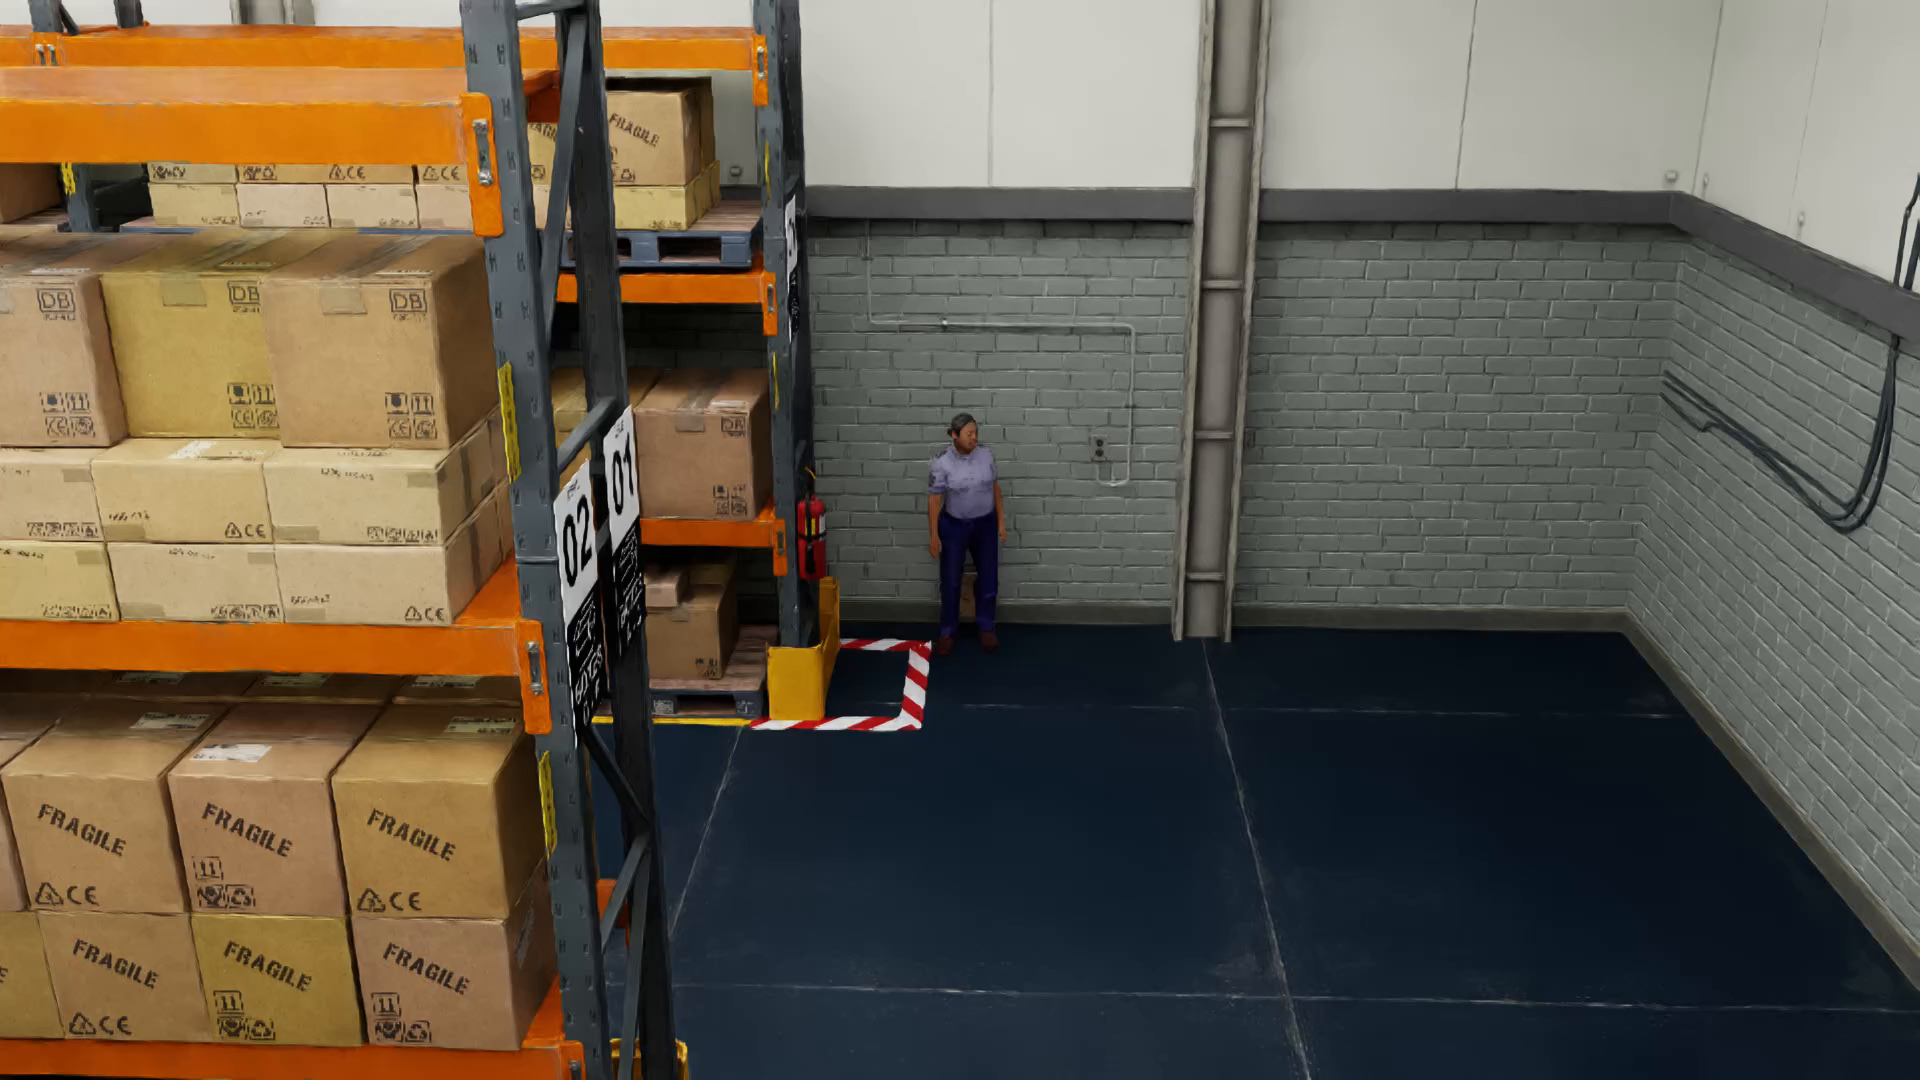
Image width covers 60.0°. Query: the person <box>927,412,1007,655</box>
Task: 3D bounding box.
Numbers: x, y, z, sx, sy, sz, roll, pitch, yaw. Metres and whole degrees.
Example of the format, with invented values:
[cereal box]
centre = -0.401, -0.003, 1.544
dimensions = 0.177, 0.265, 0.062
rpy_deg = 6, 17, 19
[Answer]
[person]
centre = 0.050, -0.050, 11.188
dimensions = 0.556, 1.649, 0.382
rpy_deg = -9, 23, -21
